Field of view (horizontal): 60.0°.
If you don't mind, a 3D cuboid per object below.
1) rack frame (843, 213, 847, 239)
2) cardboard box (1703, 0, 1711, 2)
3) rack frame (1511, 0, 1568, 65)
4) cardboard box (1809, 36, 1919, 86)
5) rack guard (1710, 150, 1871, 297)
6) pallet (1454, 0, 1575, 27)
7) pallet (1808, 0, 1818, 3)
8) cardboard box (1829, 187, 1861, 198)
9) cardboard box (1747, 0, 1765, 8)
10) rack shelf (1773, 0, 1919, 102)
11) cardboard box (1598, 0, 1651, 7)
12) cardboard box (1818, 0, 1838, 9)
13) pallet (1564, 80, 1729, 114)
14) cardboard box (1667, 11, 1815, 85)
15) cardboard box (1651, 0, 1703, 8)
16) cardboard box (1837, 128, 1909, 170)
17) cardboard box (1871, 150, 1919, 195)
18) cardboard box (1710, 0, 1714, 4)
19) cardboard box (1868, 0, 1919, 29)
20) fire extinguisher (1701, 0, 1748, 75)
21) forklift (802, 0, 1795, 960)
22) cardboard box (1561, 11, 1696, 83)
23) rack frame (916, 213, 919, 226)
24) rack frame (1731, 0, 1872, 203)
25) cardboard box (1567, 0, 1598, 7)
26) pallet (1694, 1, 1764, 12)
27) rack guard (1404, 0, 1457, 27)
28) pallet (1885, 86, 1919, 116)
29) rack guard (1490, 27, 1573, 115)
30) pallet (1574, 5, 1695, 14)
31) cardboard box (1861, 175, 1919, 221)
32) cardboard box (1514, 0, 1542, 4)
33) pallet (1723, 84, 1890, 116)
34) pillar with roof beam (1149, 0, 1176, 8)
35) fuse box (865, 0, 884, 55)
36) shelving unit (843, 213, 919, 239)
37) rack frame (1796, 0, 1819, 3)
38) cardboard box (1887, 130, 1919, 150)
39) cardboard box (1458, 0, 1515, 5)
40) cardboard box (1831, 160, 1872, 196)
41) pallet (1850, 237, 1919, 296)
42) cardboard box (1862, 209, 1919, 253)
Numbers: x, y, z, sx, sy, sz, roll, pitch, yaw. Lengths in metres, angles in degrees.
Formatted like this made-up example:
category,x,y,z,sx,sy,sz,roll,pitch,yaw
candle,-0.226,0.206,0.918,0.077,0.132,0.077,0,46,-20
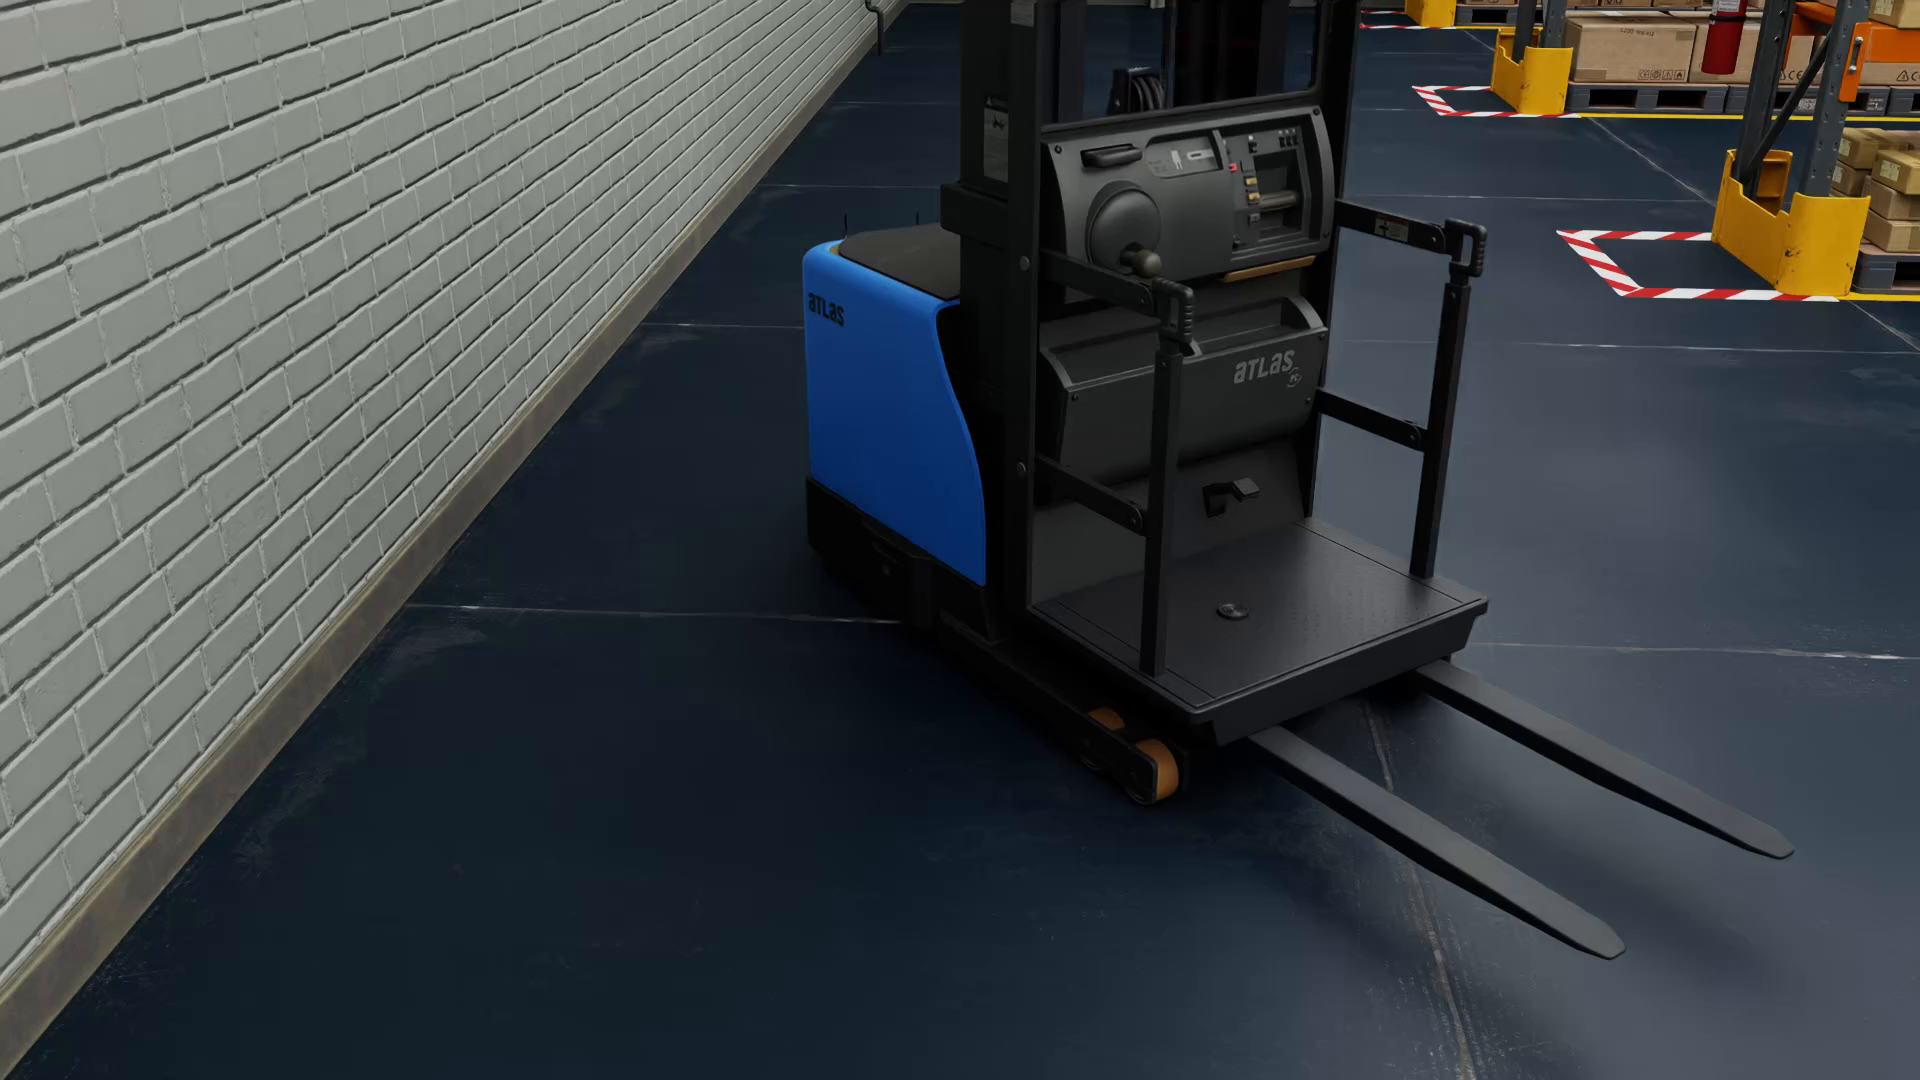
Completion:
category,x,y,z,sx,sy,sz,roll,pitch,yaw
rack frame,-0.386,-0.591,5.779,0.008,1.050,0.200,-1,25,-2
cardboard box,7.894,-5.883,17.856,0.250,0.149,0.380,2,25,3
rack frame,4.603,-4.913,12.839,0.127,3.000,1.000,2,25,4
cardboard box,7.080,-3.905,13.212,0.875,0.438,0.875,1,25,2
rack guard,4.400,-1.709,8.866,0.348,0.500,1.175,2,25,4
pallet,5.850,-5.688,17.859,1.213,0.211,1.003,2,25,4
pallet,9.781,-5.577,17.618,1.213,0.211,1.003,2,25,4
cardboard box,4.865,-1.813,9.009,0.250,0.149,0.380,2,25,5
cardboard box,8.389,-5.645,17.338,0.250,0.149,0.380,1,25,2
rack shelf,6.319,-2.456,8.360,4.000,0.370,1.077,2,25,4
cardboard box,6.950,-5.876,17.420,0.500,0.500,0.500,2,25,5
cardboard box,4.671,-2.840,8.635,0.250,0.149,0.380,2,25,4
pallet,5.406,-3.653,13.437,1.213,0.211,1.003,2,25,4
cardboard box,6.181,-3.935,13.276,0.875,0.438,0.875,2,25,5
cardboard box,7.466,-5.902,17.475,0.500,0.500,0.700,1,25,2
cardboard box,4.872,-2.102,8.925,0.250,0.149,0.380,2,25,5
cardboard box,4.821,-1.854,8.388,0.250,0.149,0.380,1,25,2
cardboard box,8.033,-5.710,17.339,0.258,0.266,0.396,3,25,6
cardboard box,4.622,-2.586,8.082,0.250,0.149,0.380,2,25,4
fire extinguisher,4.109,-2.843,8.878,0.183,0.674,0.296,2,25,4
forklift,0.738,-0.881,4.158,1.130,2.935,3.031,-16,29,-31
cardboard box,5.268,-3.961,13.332,0.875,0.438,0.875,1,25,2
rack frame,-0.142,-0.595,5.787,0.008,1.050,0.200,-1,25,-2
rack frame,4.324,-2.847,8.349,0.127,3.000,1.000,2,25,4
cardboard box,6.431,-5.935,17.547,0.500,0.500,0.700,3,25,6
pallet,8.282,-5.610,17.689,1.213,0.211,1.003,2,25,4
rack guard,5.055,-5.844,17.853,0.348,0.500,1.175,2,25,4
pallet,7.839,-3.575,13.268,1.213,0.211,1.003,2,25,4
rack guard,4.579,-3.778,13.364,0.348,0.500,1.175,2,25,4
pallet,7.063,-5.648,17.771,1.213,0.211,1.003,2,25,4
cardboard box,4.827,-1.754,8.526,0.250,0.149,0.380,3,25,6
cardboard box,6.002,-5.789,17.651,0.250,0.149,0.380,1,25,2
pallet,6.619,-3.613,13.350,1.213,0.211,1.003,2,25,4
pillar with roof beam,2.030,-8.375,13.186,0.400,9.000,9.100,2,25,4
fuse box,-0.715,-5.370,15.372,0.414,1.711,0.539,2,25,4
shelving unit,-0.264,-0.593,5.783,0.252,1.050,0.215,-1,25,-2
rack frame,8.967,-6.854,17.057,0.127,3.000,1.000,2,25,4
cardboard box,5.118,-2.070,8.856,0.250,0.149,0.380,2,25,5
cardboard box,5.581,-5.980,17.641,0.637,0.503,0.797,1,25,2
cardboard box,4.872,-1.980,9.016,0.250,0.149,0.380,1,25,3
pallet,5.207,-1.537,8.838,1.213,0.211,1.003,2,25,4
cardboard box,4.822,-1.592,8.530,0.250,0.149,0.380,2,25,5
